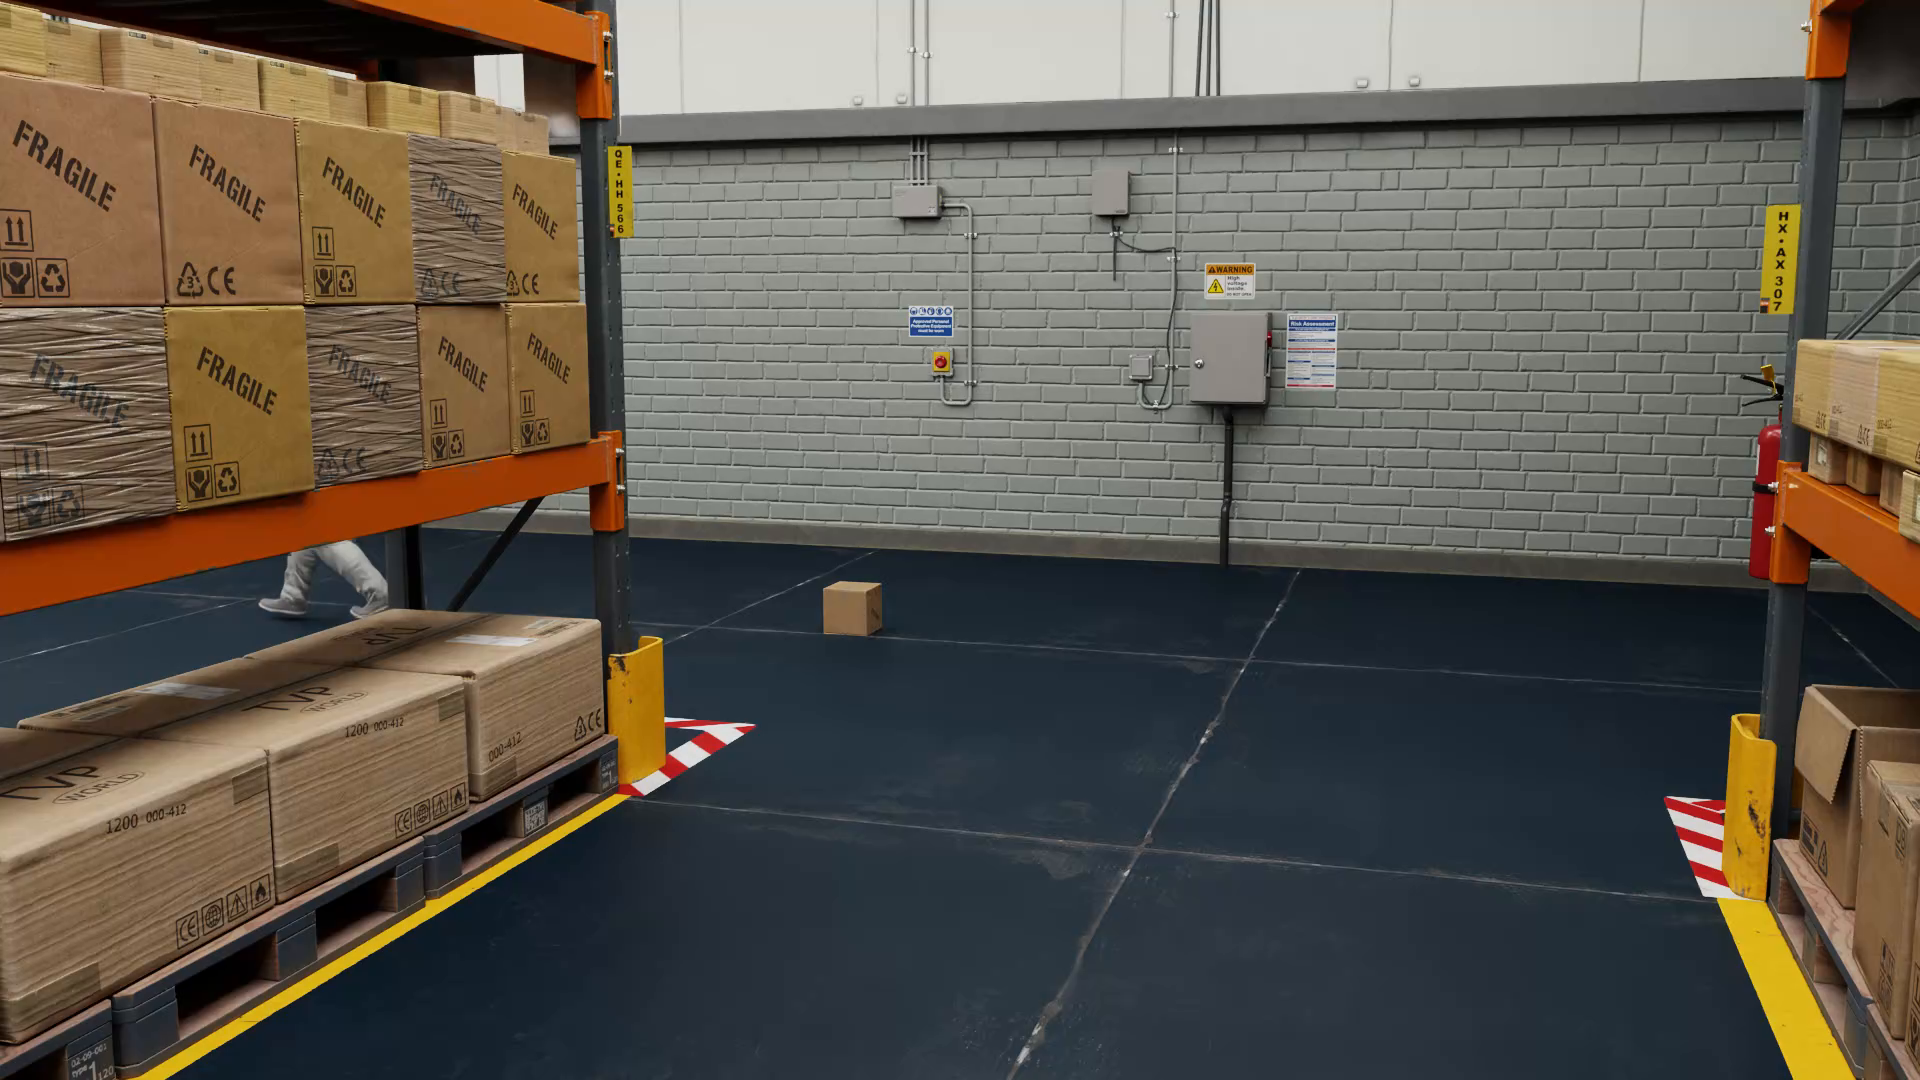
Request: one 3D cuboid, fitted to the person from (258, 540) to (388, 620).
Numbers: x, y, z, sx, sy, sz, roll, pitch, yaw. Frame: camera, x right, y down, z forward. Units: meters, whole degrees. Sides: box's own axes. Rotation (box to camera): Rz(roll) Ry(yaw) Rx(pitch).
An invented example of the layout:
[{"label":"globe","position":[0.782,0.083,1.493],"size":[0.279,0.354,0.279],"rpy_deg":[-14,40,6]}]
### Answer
[{"label":"person","position":[-3.530,-0.349,9.152],"size":[1.005,1.613,0.485],"rpy_deg":[2,9,12]}]
